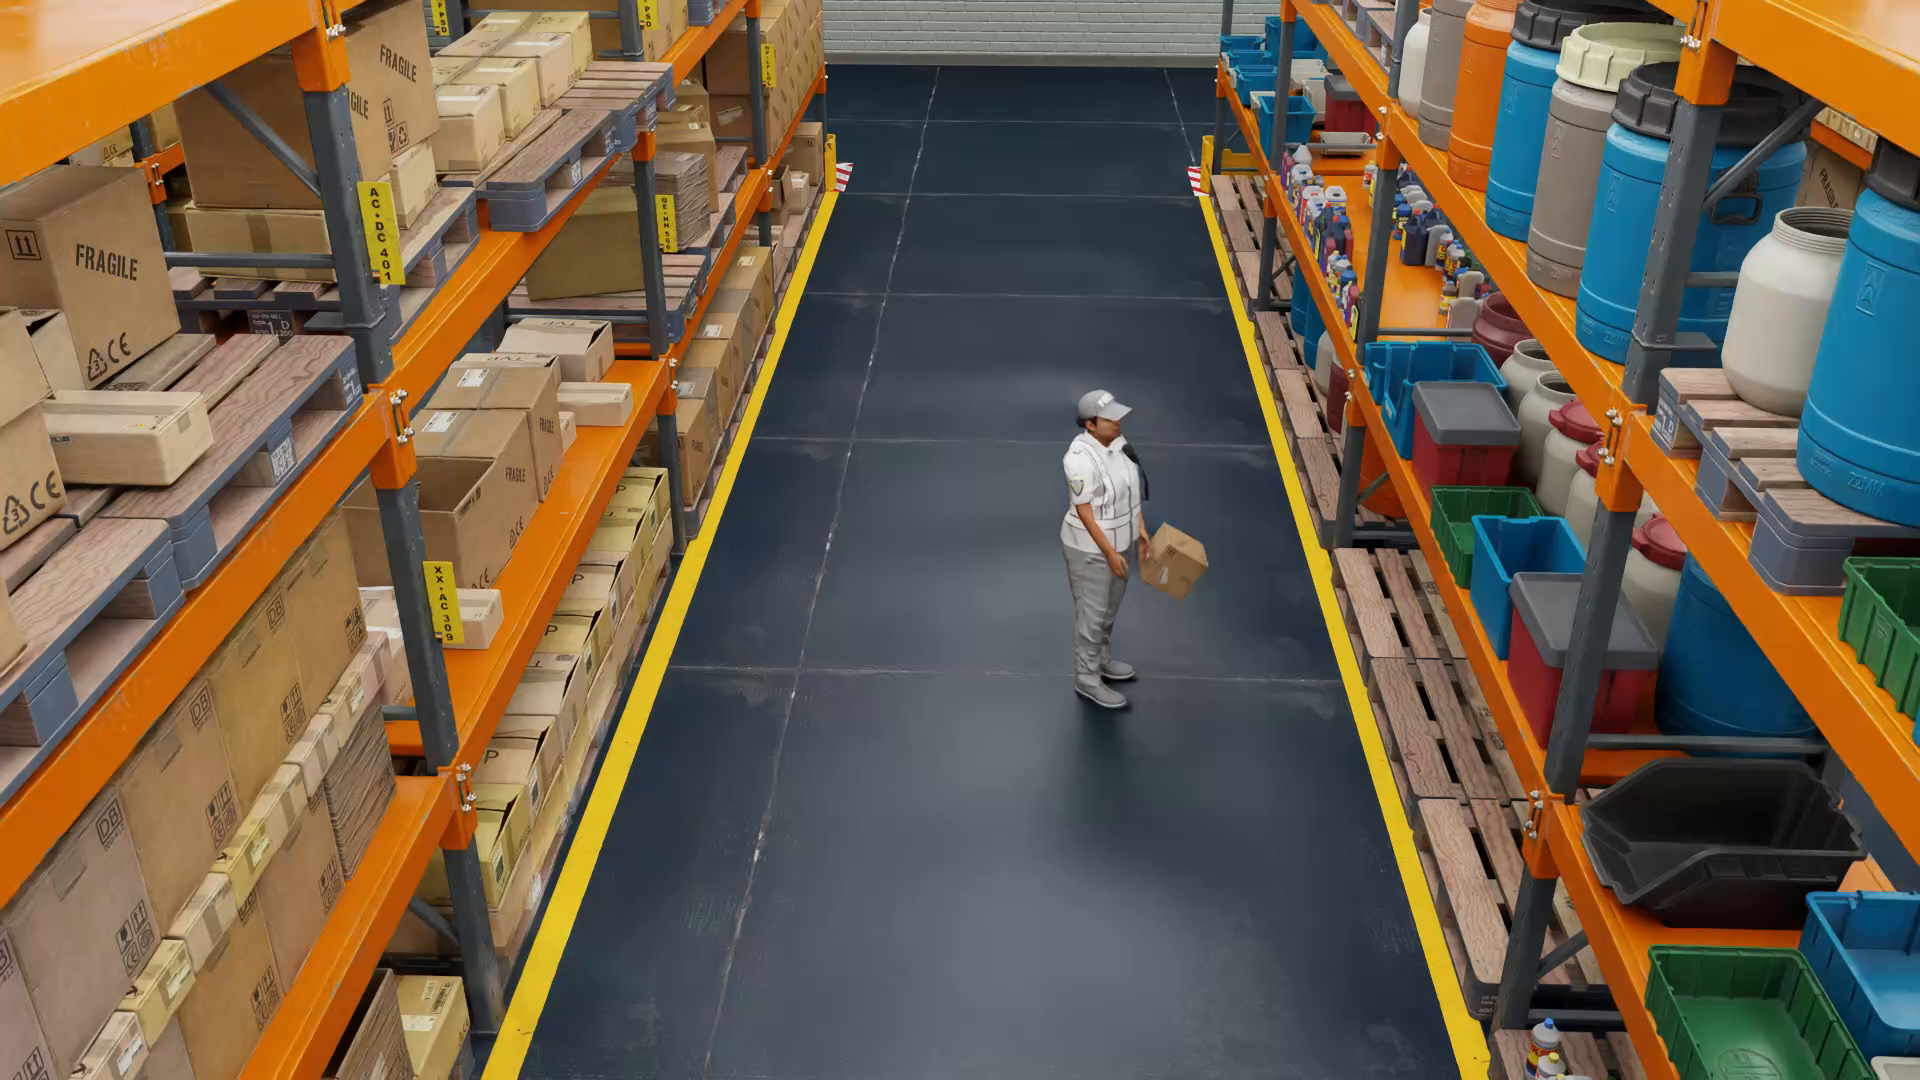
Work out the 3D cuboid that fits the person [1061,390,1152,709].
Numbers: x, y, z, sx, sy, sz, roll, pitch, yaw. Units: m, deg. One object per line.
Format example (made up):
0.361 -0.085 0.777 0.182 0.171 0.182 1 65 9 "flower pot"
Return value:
0.767 0.021 8.562 0.447 1.675 0.483 17 33 29 "person"
